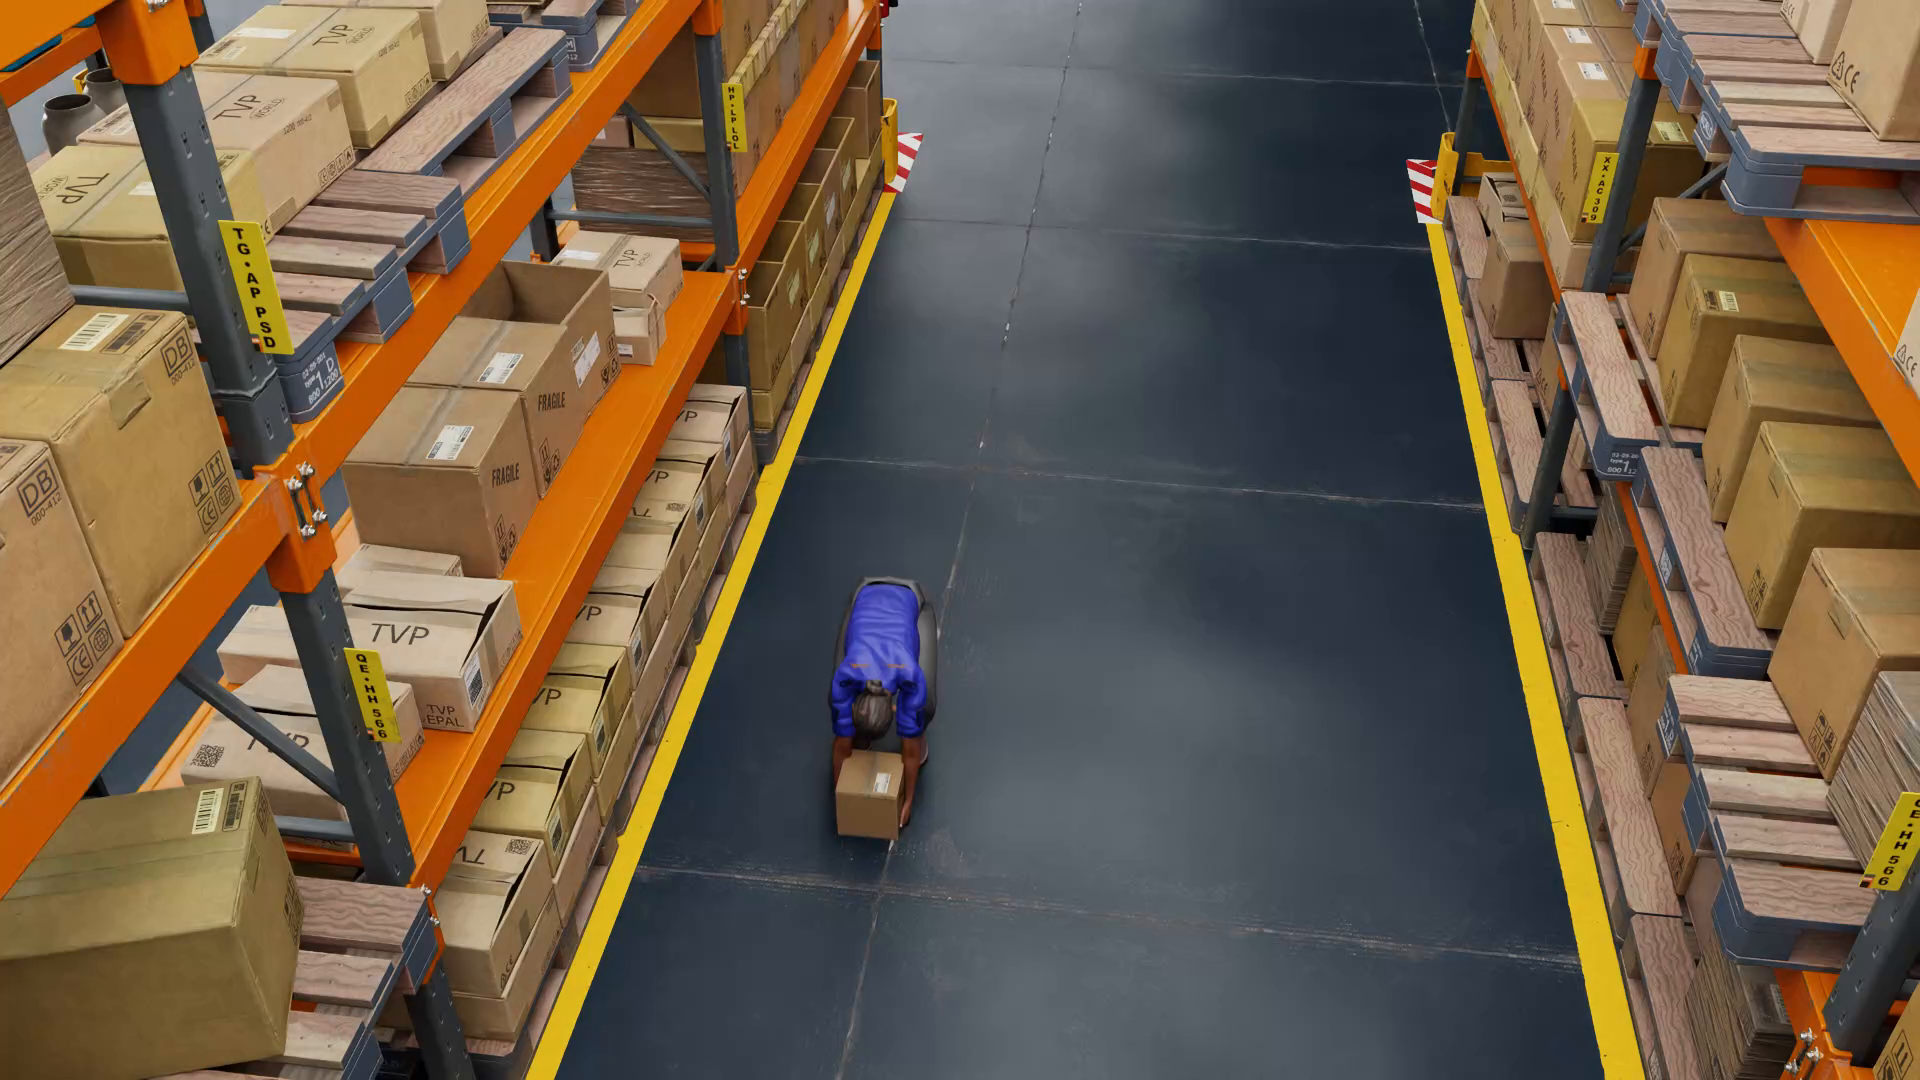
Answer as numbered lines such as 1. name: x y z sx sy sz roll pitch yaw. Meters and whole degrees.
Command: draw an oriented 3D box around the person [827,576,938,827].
1. person: -0.321 0.649 6.913 0.458 0.793 0.871 3 36 5
